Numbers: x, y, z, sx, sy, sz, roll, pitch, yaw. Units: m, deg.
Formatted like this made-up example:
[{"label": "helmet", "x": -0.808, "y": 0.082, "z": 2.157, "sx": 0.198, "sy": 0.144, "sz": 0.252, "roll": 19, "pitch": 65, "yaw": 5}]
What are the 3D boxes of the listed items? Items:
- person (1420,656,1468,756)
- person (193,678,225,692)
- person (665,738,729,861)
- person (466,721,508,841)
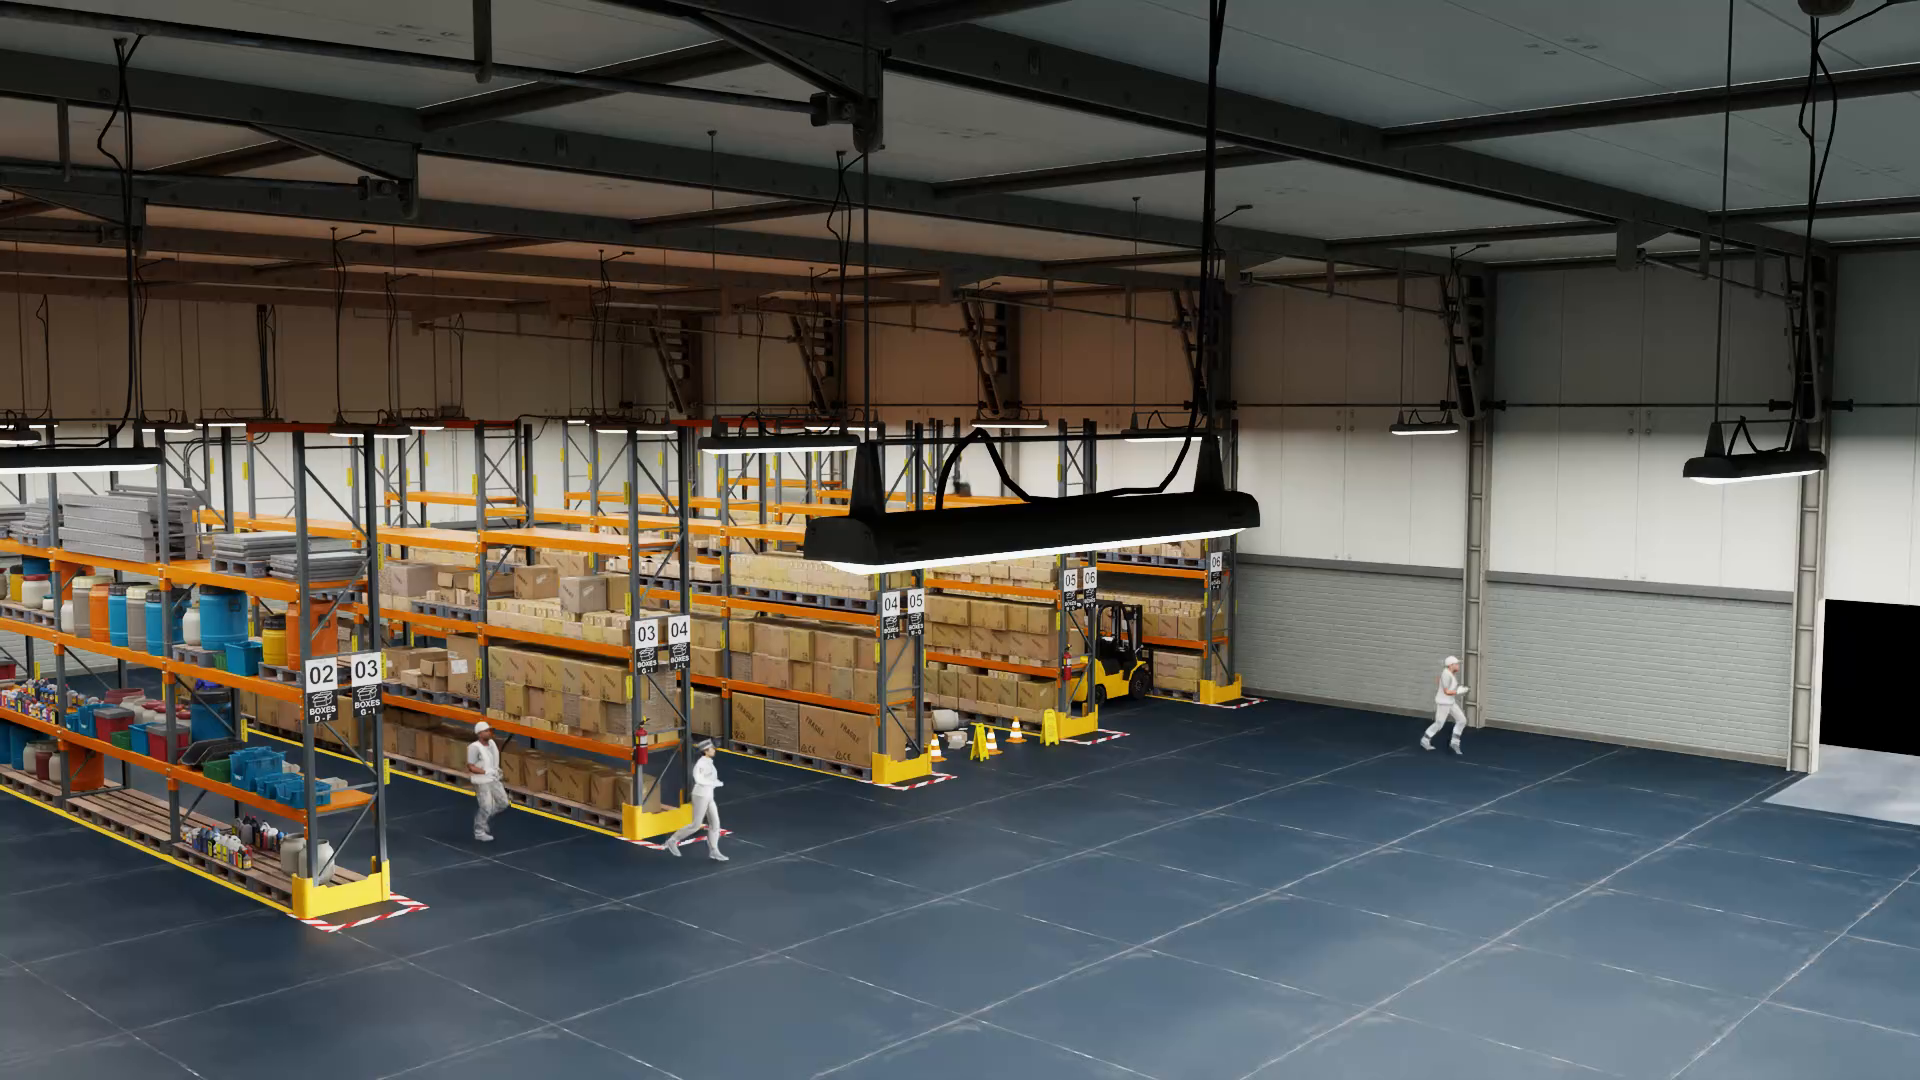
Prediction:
[{"label": "person", "x": 8.758, "y": 2.990, "z": 30.056, "sx": 0.861, "sy": 1.811, "sz": 0.692, "roll": 3, "pitch": 5, "yaw": 29}, {"label": "person", "x": -13.838, "y": 3.033, "z": 30.706, "sx": 0.578, "sy": 1.618, "sz": 0.582, "roll": 4, "pitch": 6, "yaw": 43}, {"label": "person", "x": -3.626, "y": 3.609, "z": 23.254, "sx": 0.891, "sy": 1.662, "sz": 0.639, "roll": 0, "pitch": 5, "yaw": 5}, {"label": "person", "x": -6.825, "y": 3.491, "z": 24.083, "sx": 0.583, "sy": 1.739, "sz": 0.678, "roll": 2, "pitch": 5, "yaw": 22}]
